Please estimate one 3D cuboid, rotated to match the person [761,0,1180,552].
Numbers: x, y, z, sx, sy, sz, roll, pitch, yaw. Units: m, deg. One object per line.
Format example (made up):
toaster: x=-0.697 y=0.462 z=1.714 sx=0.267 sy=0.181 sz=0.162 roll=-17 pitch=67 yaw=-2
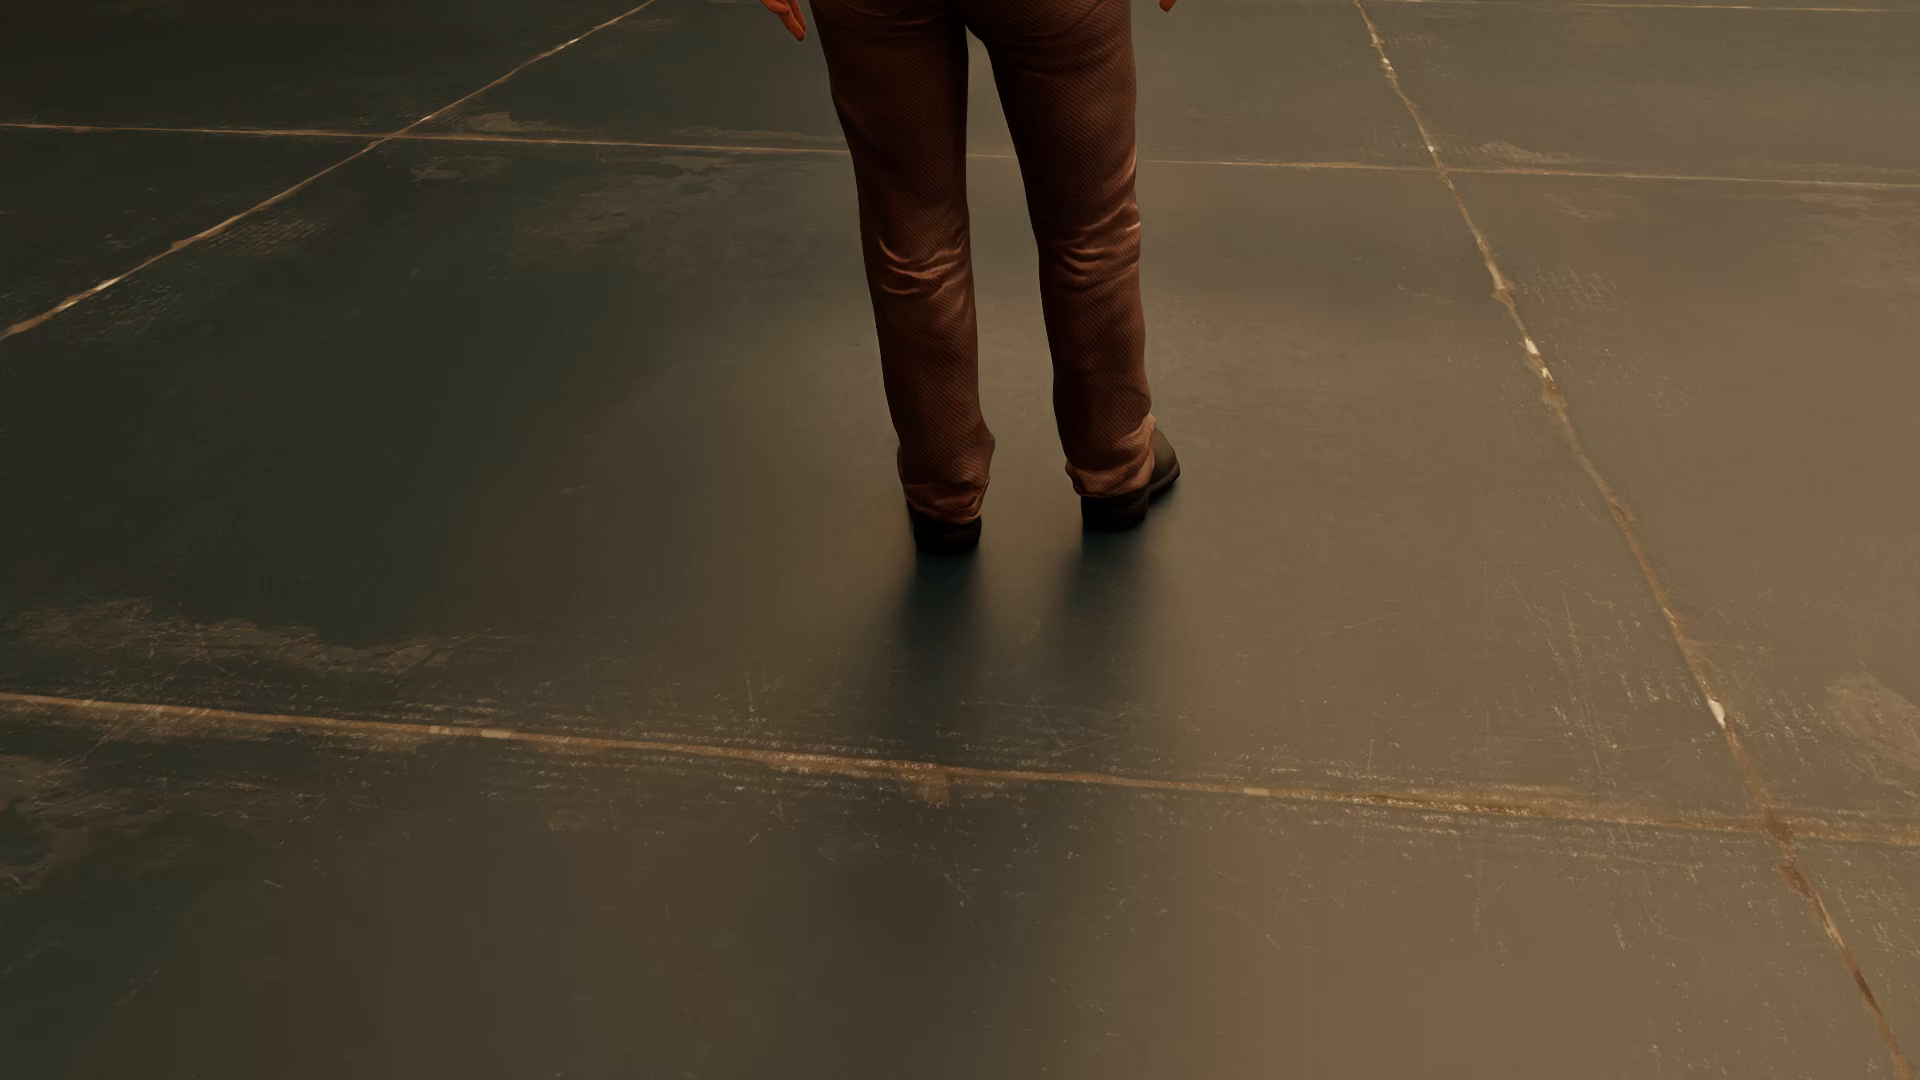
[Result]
person: x=0.016 y=-0.804 z=2.166 sx=0.632 sy=1.720 sz=0.568 roll=3 pitch=27 yaw=7
